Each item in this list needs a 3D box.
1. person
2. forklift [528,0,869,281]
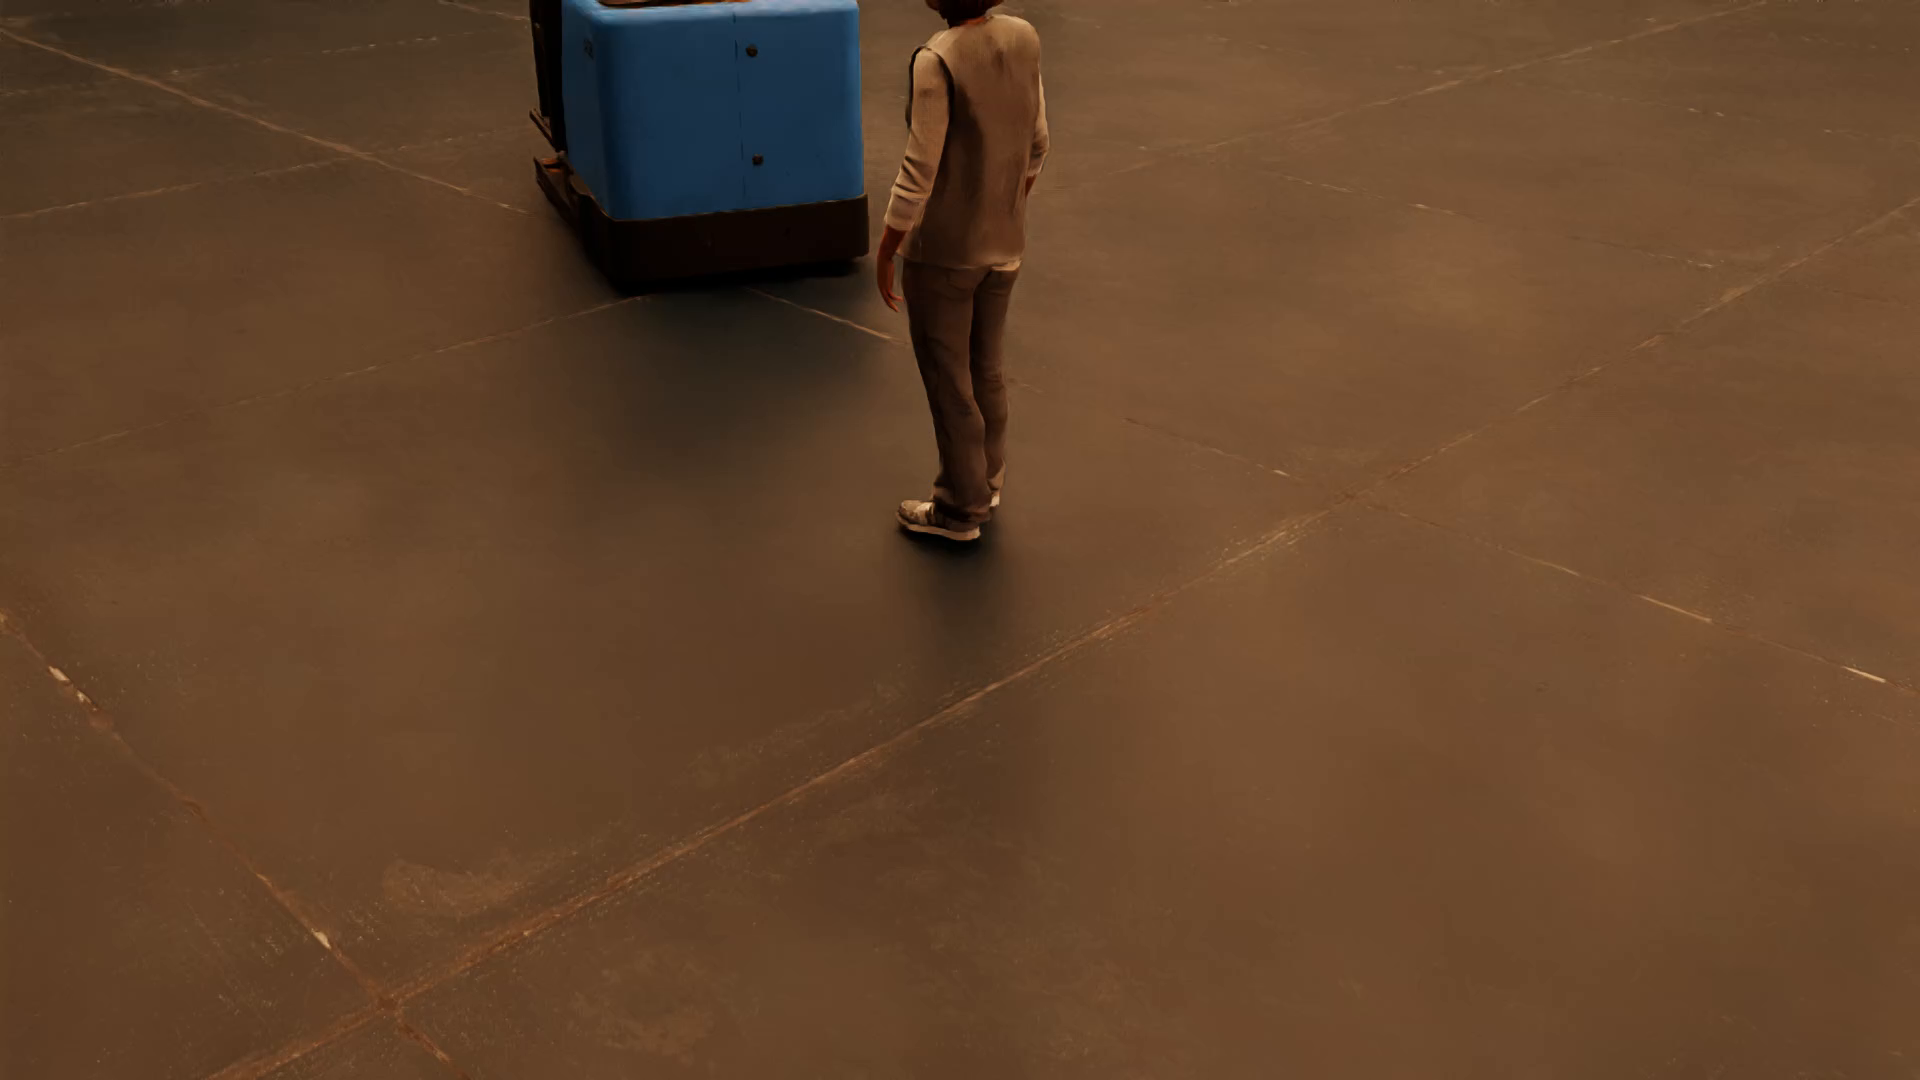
[{"bbox_3d":[-0.043,-0.751,4.243,0.521,1.597,0.474,-24,35,-39],"label":"person"},{"bbox_3d":[-1.375,-2.940,7.209,1.130,2.935,3.031,-10,28,-19],"label":"forklift"}]
